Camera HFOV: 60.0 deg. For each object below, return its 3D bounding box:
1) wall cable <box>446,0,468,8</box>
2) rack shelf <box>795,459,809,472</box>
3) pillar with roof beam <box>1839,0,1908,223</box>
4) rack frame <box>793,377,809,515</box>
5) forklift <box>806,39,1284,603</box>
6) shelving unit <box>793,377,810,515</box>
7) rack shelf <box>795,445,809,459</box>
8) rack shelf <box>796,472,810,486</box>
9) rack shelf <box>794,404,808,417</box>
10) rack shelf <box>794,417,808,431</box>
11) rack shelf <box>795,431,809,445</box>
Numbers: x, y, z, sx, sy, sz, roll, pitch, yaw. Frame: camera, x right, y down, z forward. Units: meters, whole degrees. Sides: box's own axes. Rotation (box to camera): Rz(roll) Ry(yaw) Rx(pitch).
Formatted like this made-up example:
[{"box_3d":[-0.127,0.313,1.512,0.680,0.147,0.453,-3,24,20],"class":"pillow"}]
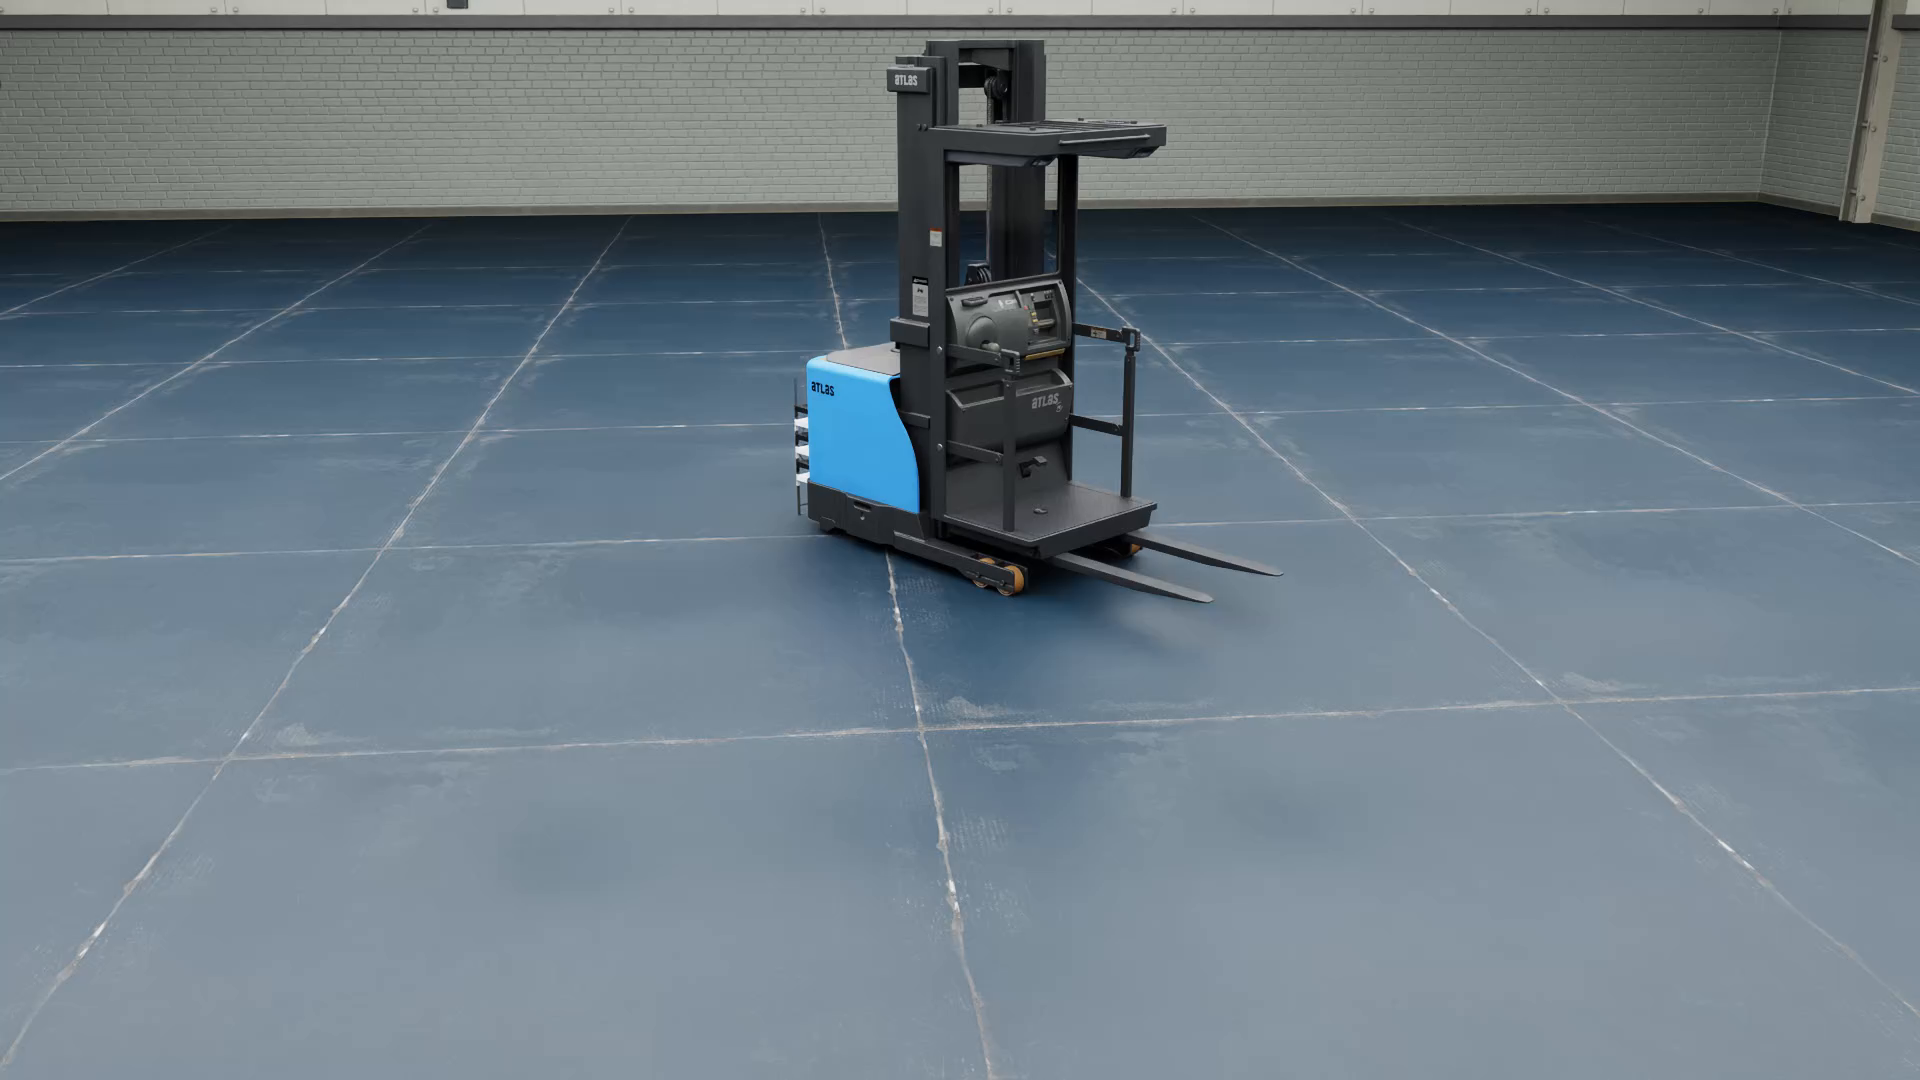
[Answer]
[{"box_3d":[-6.807,-11.159,25.021,2.305,6.003,0.169,-2,18,-6],"class":"wall cable"},{"box_3d":[-0.884,-0.472,10.592,0.258,0.077,0.200,-16,24,-42],"class":"rack shelf"},{"box_3d":[9.787,-9.170,24.361,9.100,9.000,0.400,-2,18,-6],"class":"pillar with roof beam"},{"box_3d":[-0.955,-0.612,10.624,0.240,0.900,0.006,-16,24,-42],"class":"rack frame"},{"box_3d":[0.436,-1.264,9.310,1.130,2.935,3.031,-16,24,-42],"class":"forklift"},{"box_3d":[-0.884,-0.590,10.555,0.258,0.900,0.210,-16,24,-42],"class":"shelving unit"},{"box_3d":[-0.884,-0.558,10.565,0.258,0.077,0.200,-16,24,-42],"class":"rack shelf"},{"box_3d":[-0.884,-0.387,10.618,0.258,0.077,0.200,-16,24,-42],"class":"rack shelf"},{"box_3d":[-0.884,-0.816,10.484,0.258,0.077,0.200,-16,24,-42],"class":"rack shelf"},{"box_3d":[-0.884,-0.730,10.511,0.258,0.077,0.200,-16,24,-42],"class":"rack shelf"},{"box_3d":[-0.884,-0.644,10.538,0.258,0.077,0.200,-16,24,-42],"class":"rack shelf"}]
